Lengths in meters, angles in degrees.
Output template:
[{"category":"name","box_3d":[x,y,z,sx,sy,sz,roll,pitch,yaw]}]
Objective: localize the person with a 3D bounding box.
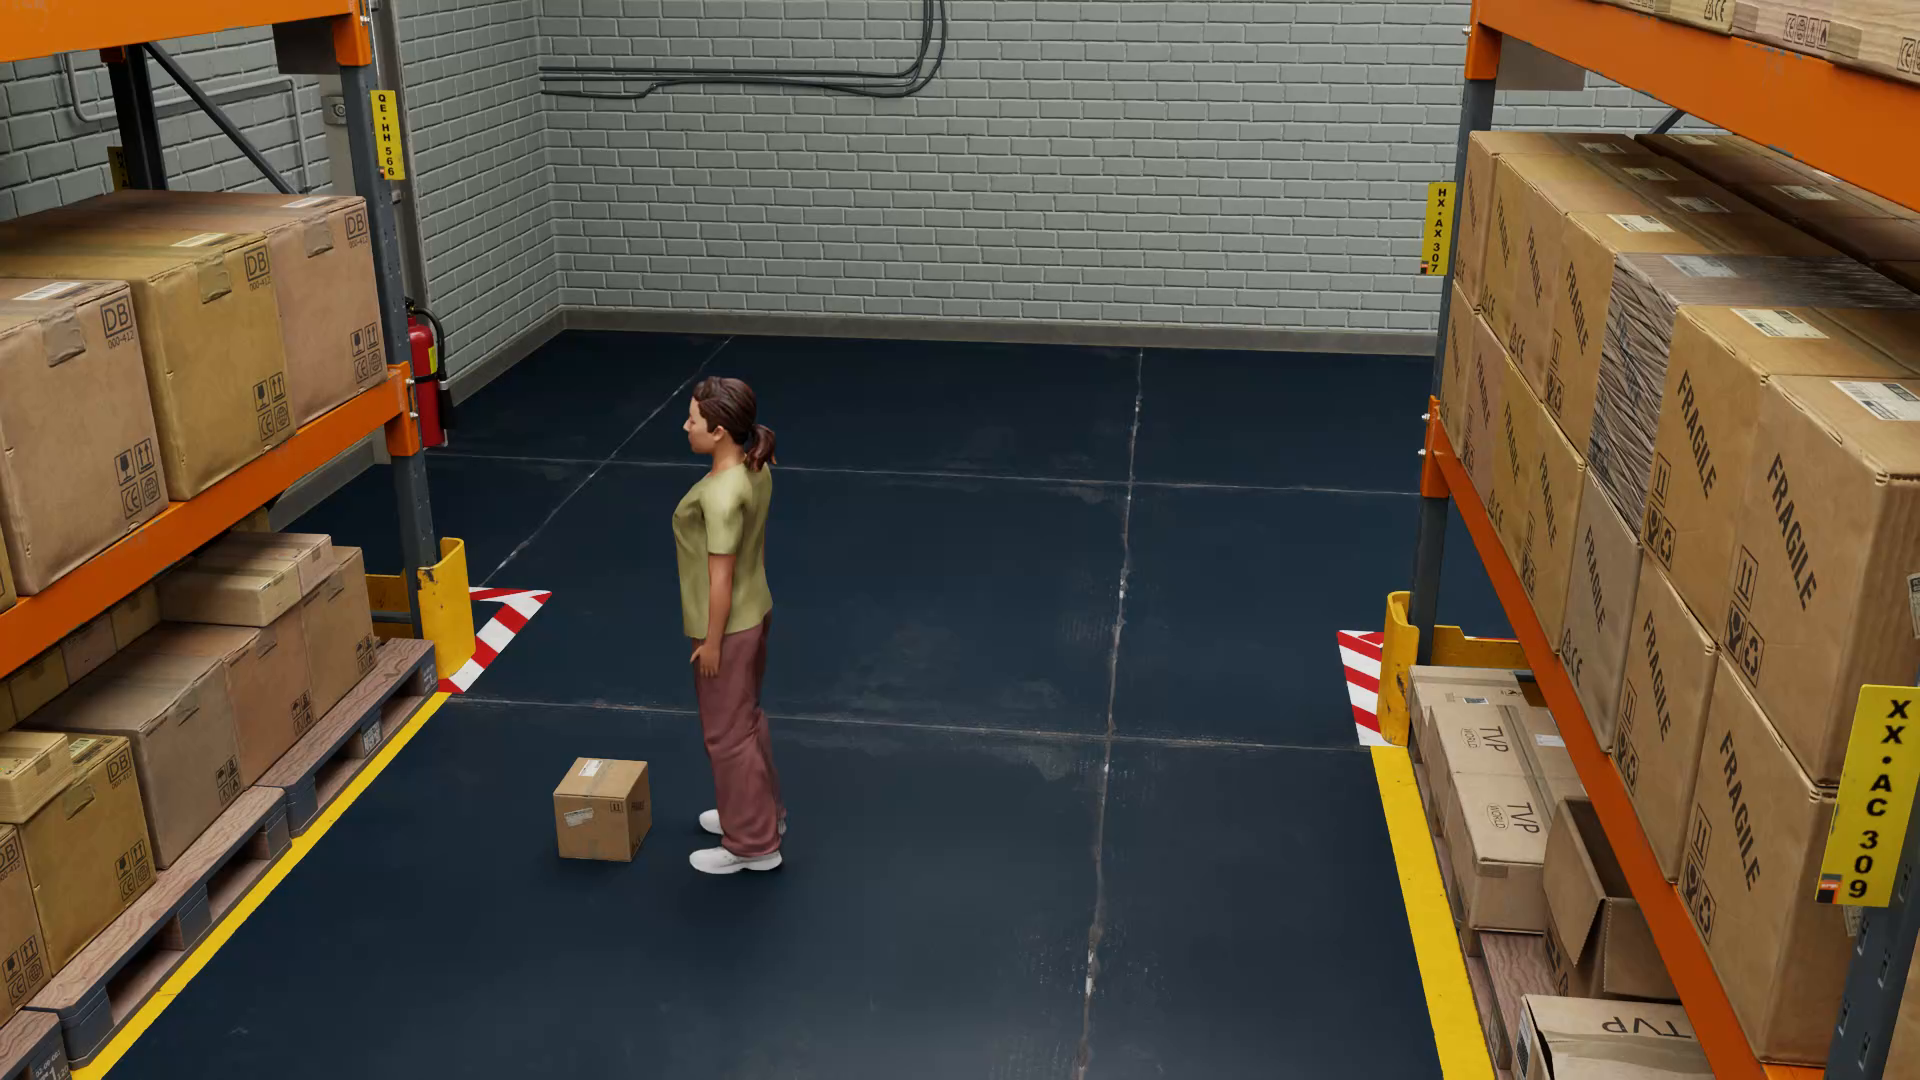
[{"category":"person","box_3d":[-0.743,0.285,5.371,0.369,1.674,0.440,3,21,8]}]
